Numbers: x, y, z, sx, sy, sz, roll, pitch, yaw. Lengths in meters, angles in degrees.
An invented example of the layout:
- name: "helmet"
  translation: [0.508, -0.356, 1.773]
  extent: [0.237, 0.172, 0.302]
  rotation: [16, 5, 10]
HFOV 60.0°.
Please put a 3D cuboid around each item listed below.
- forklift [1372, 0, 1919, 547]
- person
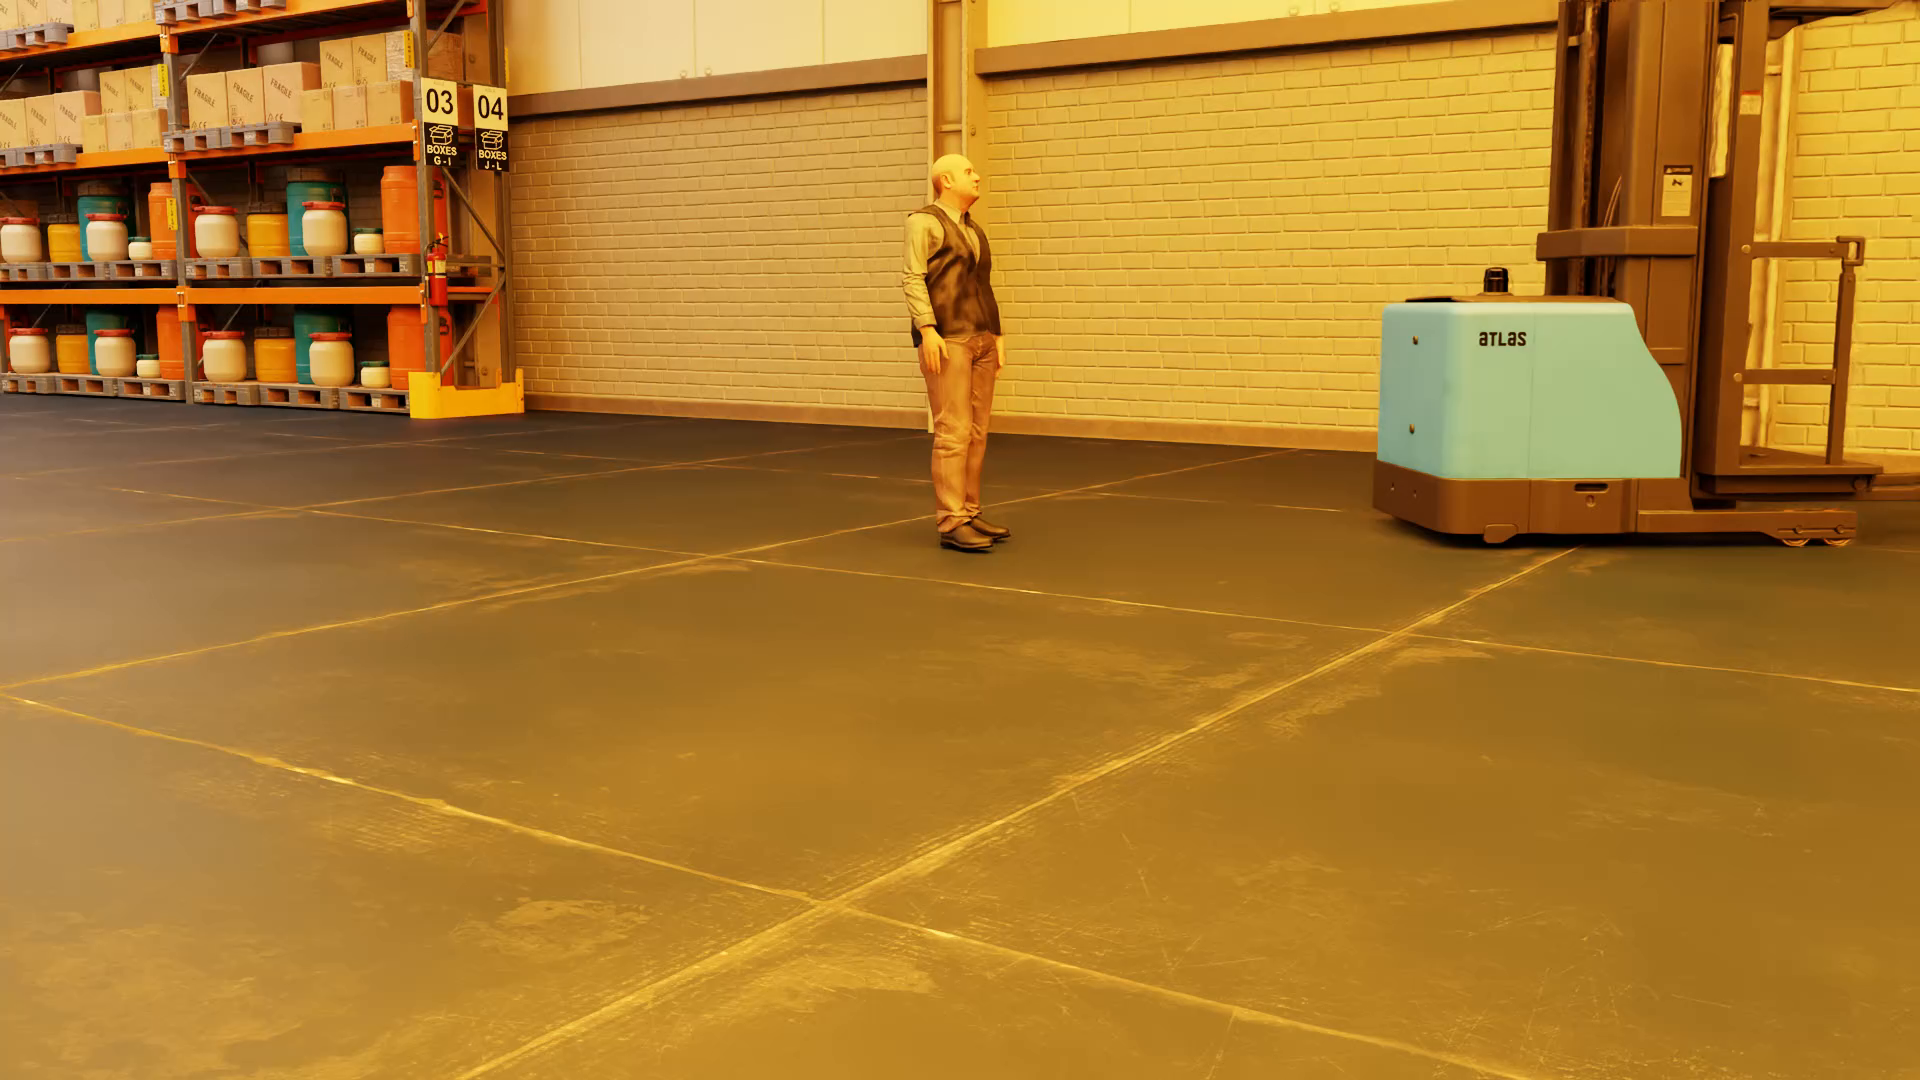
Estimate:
- name: "forklift"
  translation: [3.580, -1.494, 7.702]
  extent: [3.031, 2.935, 1.130]
  rotation: [-1, 8, -5]
- name: "person"
  translation: [0.048, -0.853, 7.441]
  extent: [0.566, 1.722, 0.633]
  rotation: [5, 10, 34]
